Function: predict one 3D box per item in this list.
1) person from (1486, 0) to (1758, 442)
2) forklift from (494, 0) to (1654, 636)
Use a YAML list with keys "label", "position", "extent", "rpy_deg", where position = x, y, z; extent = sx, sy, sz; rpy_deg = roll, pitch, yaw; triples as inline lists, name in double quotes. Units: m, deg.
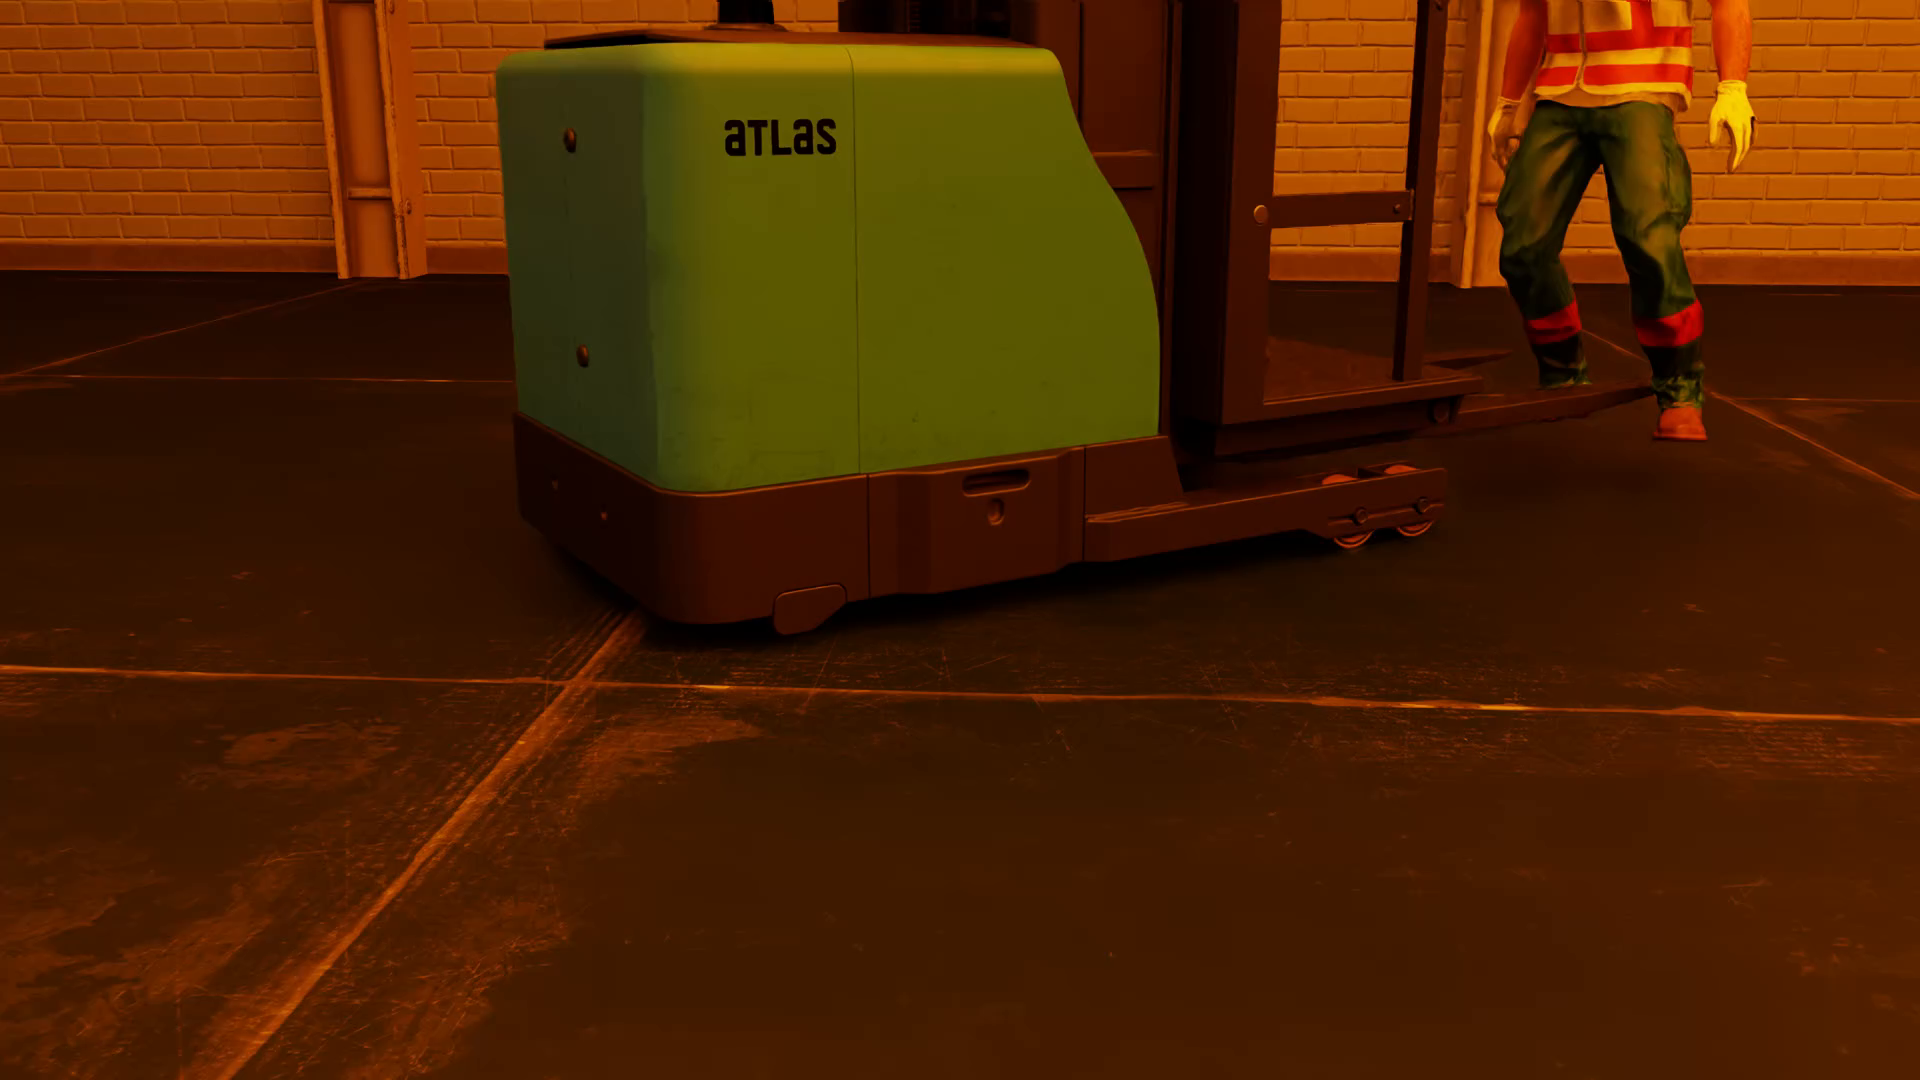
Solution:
- label: "person"
  position: [1.688, -1.135, 4.360]
  extent: [0.444, 1.708, 0.830]
  rpy_deg: [-12, 19, -37]
- label: "forklift"
  position: [0.532, -1.504, 3.761]
  extent: [3.031, 2.935, 1.130]
  rpy_deg: [-9, 18, -30]
